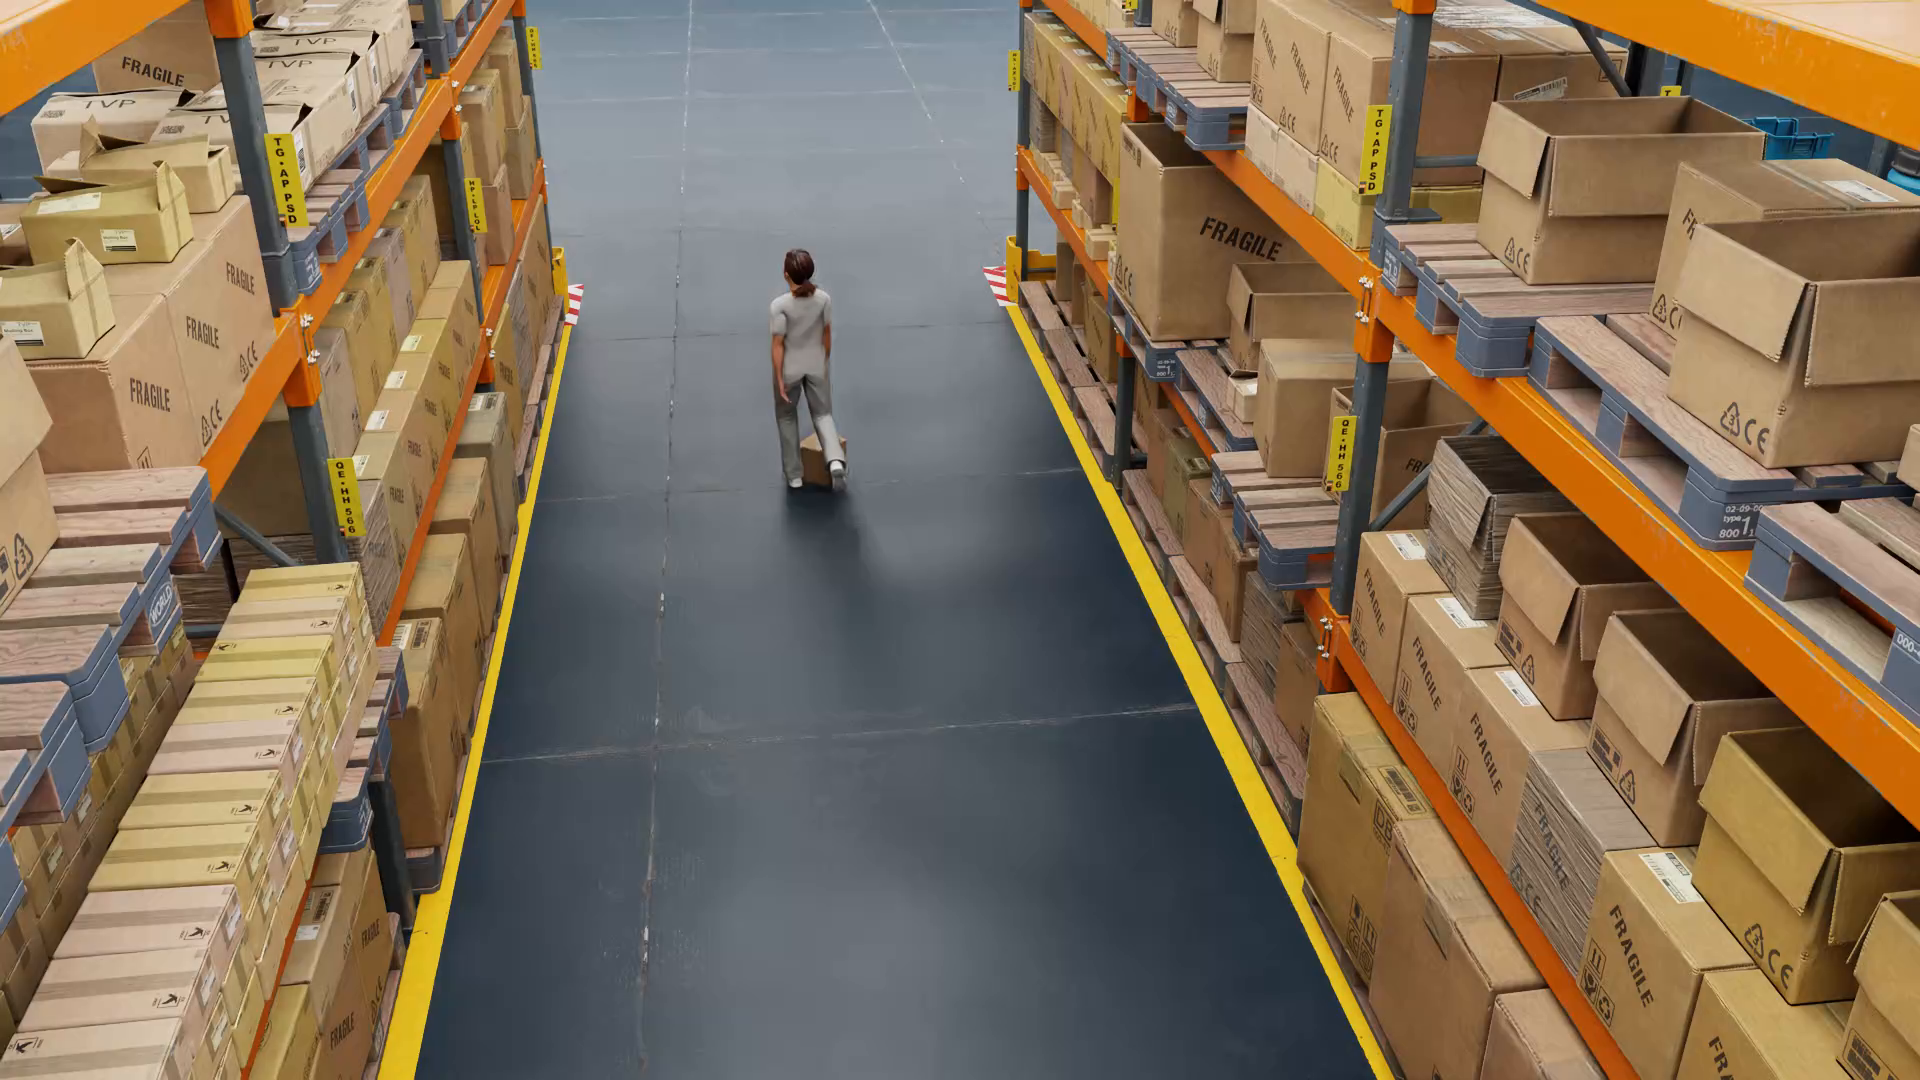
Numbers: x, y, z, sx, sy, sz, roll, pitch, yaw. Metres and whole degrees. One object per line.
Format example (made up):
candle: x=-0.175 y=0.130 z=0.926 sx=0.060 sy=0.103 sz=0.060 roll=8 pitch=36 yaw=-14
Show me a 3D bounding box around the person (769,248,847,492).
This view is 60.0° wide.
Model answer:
person: x=-0.997 y=-1.055 z=10.638 sx=0.432 sy=1.644 sz=0.748 roll=-10 pitch=29 yaw=-18
